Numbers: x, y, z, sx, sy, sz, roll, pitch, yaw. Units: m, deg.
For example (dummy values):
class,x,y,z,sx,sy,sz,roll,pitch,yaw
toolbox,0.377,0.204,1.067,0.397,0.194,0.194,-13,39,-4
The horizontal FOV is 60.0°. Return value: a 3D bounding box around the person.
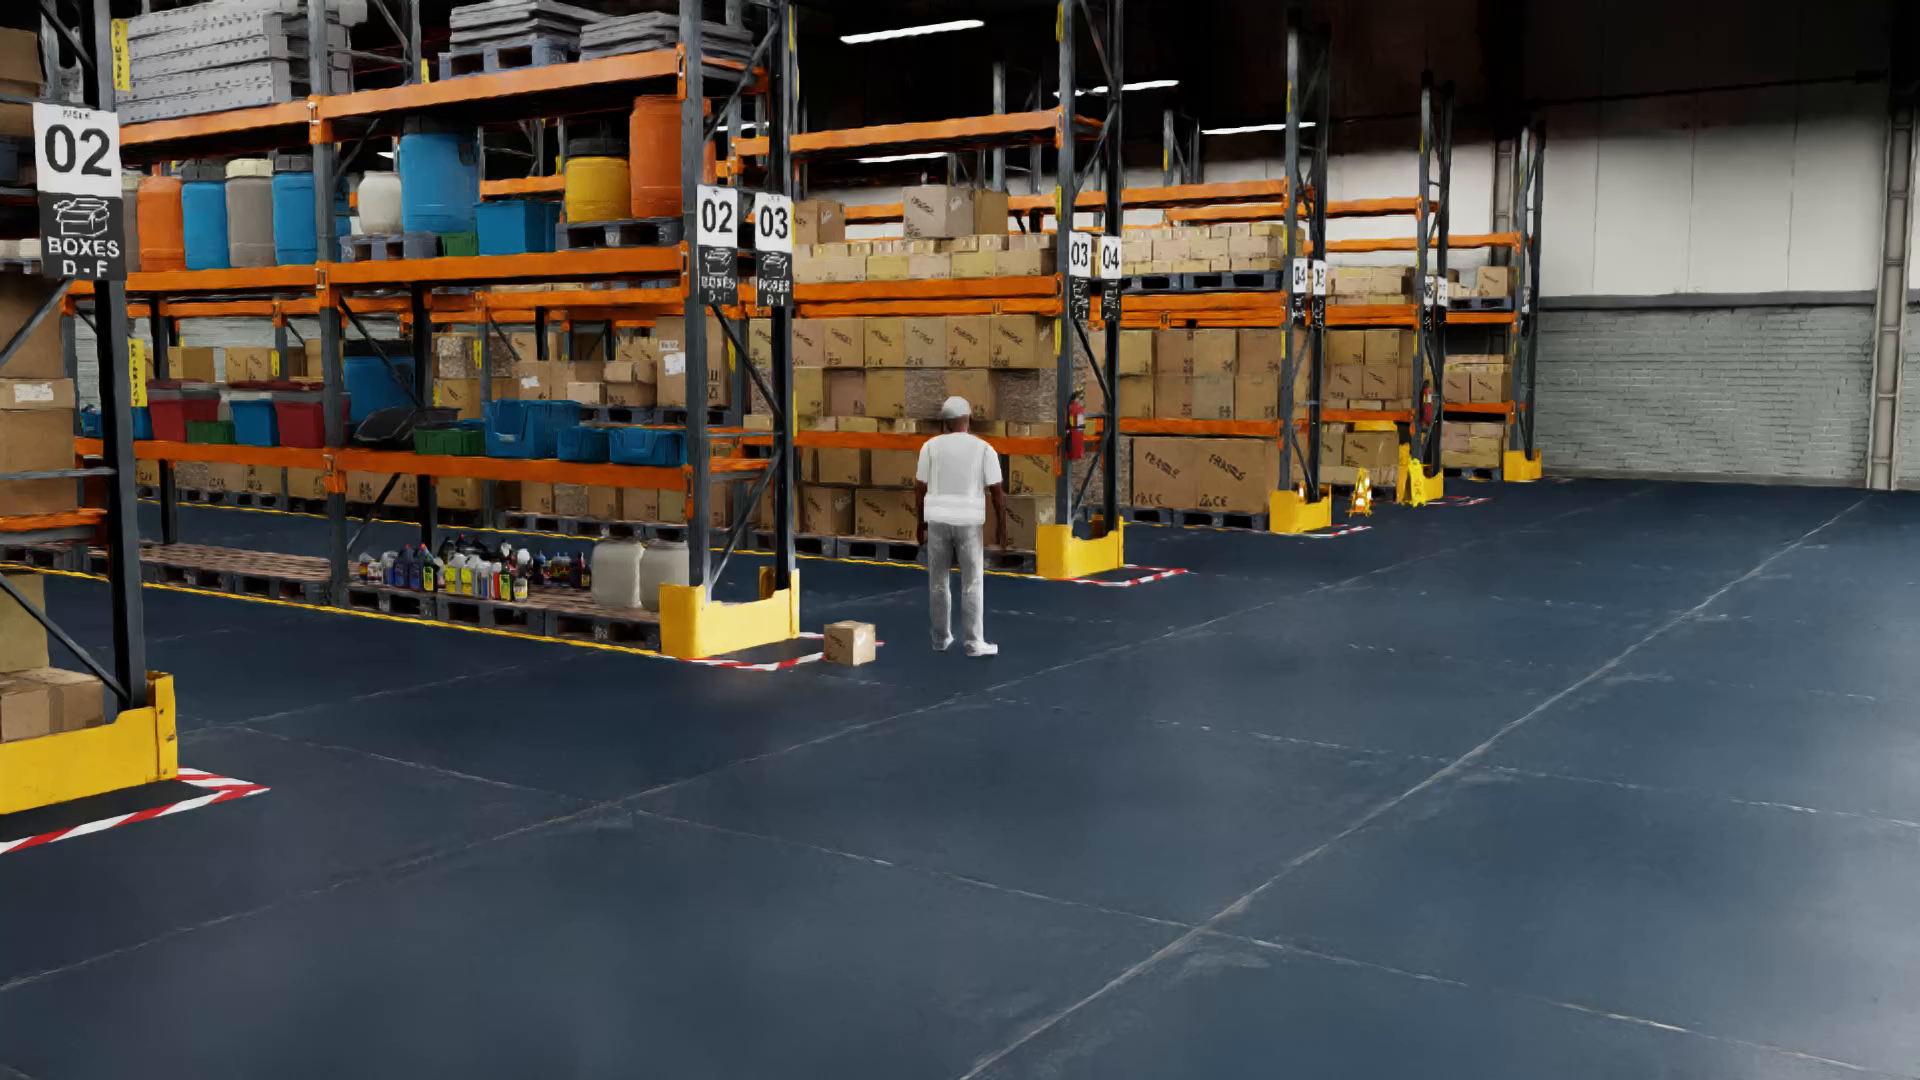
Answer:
class,x,y,z,sx,sy,sz,roll,pitch,yaw
person,0.015,-0.108,11.438,0.649,1.768,0.521,1,6,7
